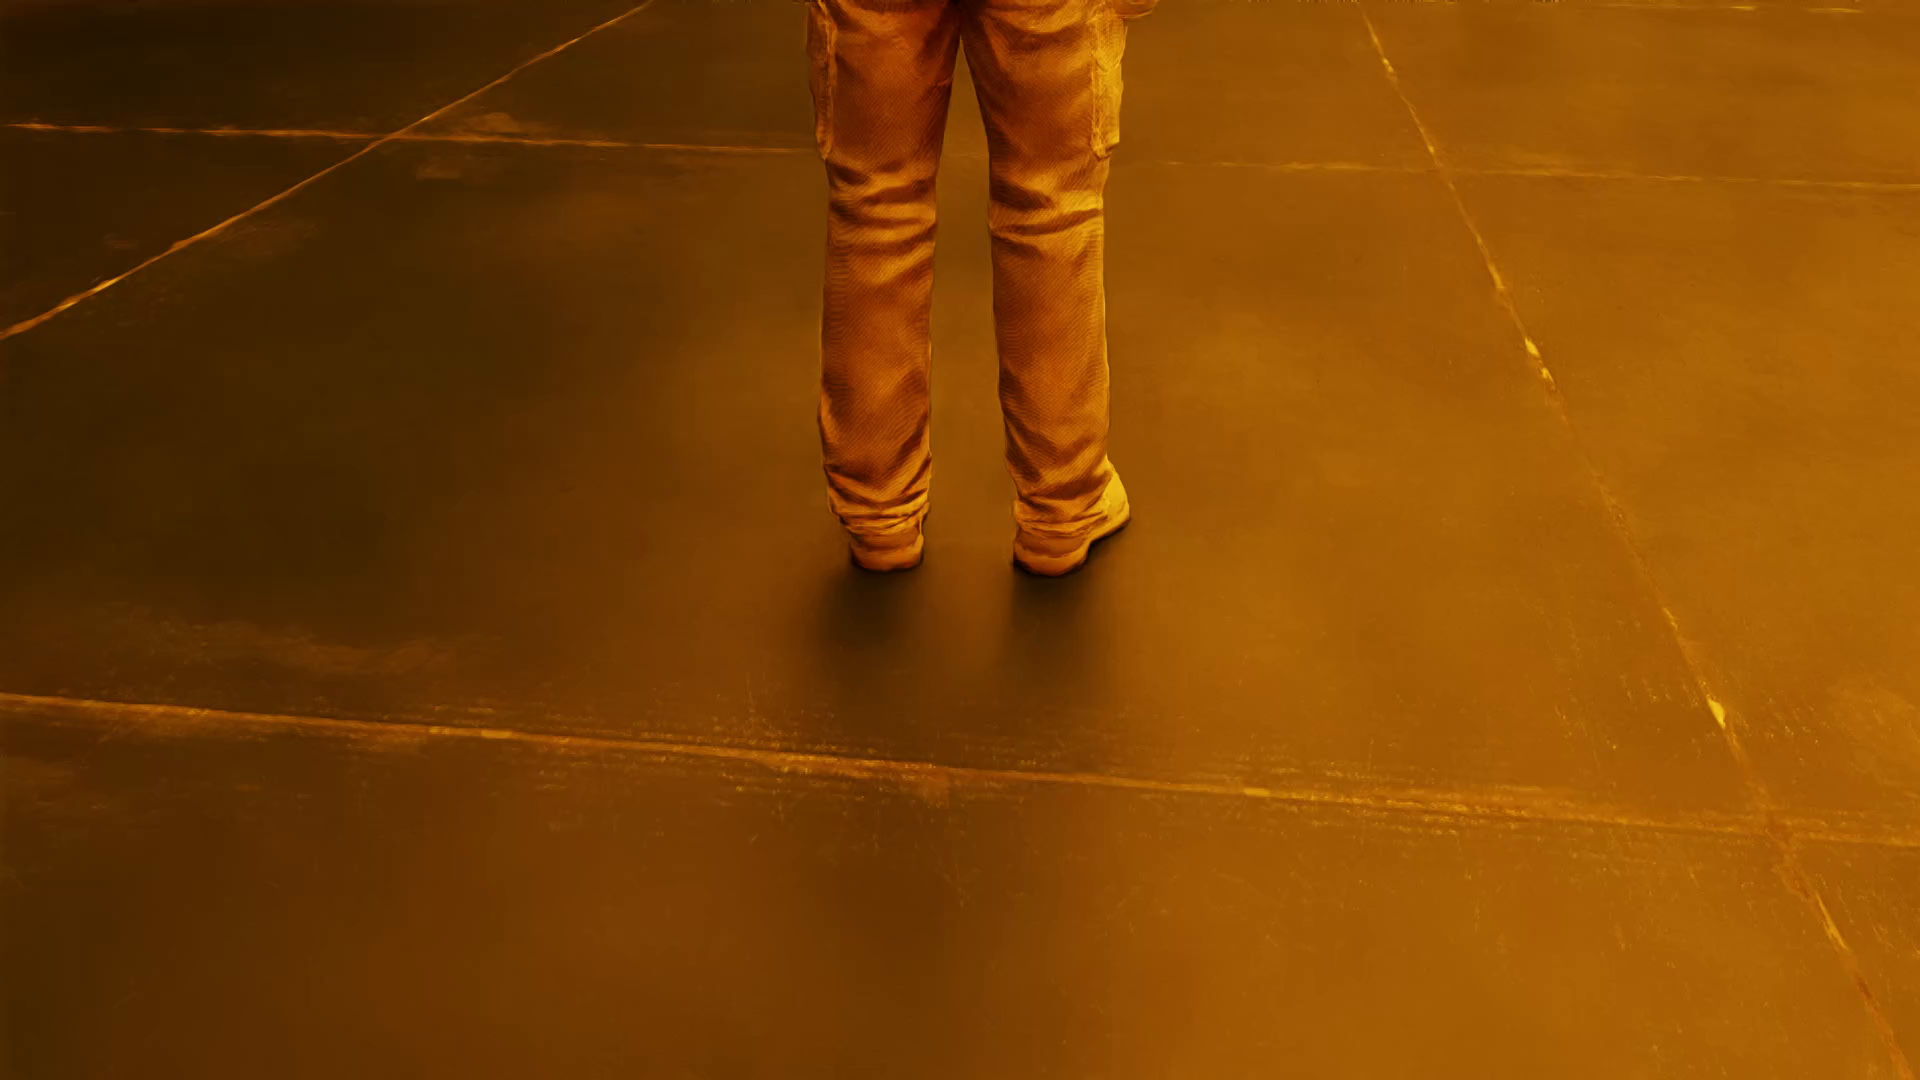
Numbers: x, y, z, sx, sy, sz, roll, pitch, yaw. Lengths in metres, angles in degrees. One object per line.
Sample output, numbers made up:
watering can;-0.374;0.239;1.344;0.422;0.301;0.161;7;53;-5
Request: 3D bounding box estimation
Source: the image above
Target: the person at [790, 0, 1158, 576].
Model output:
person;0.001;-0.805;2.113;0.546;1.790;0.365;3;27;7
